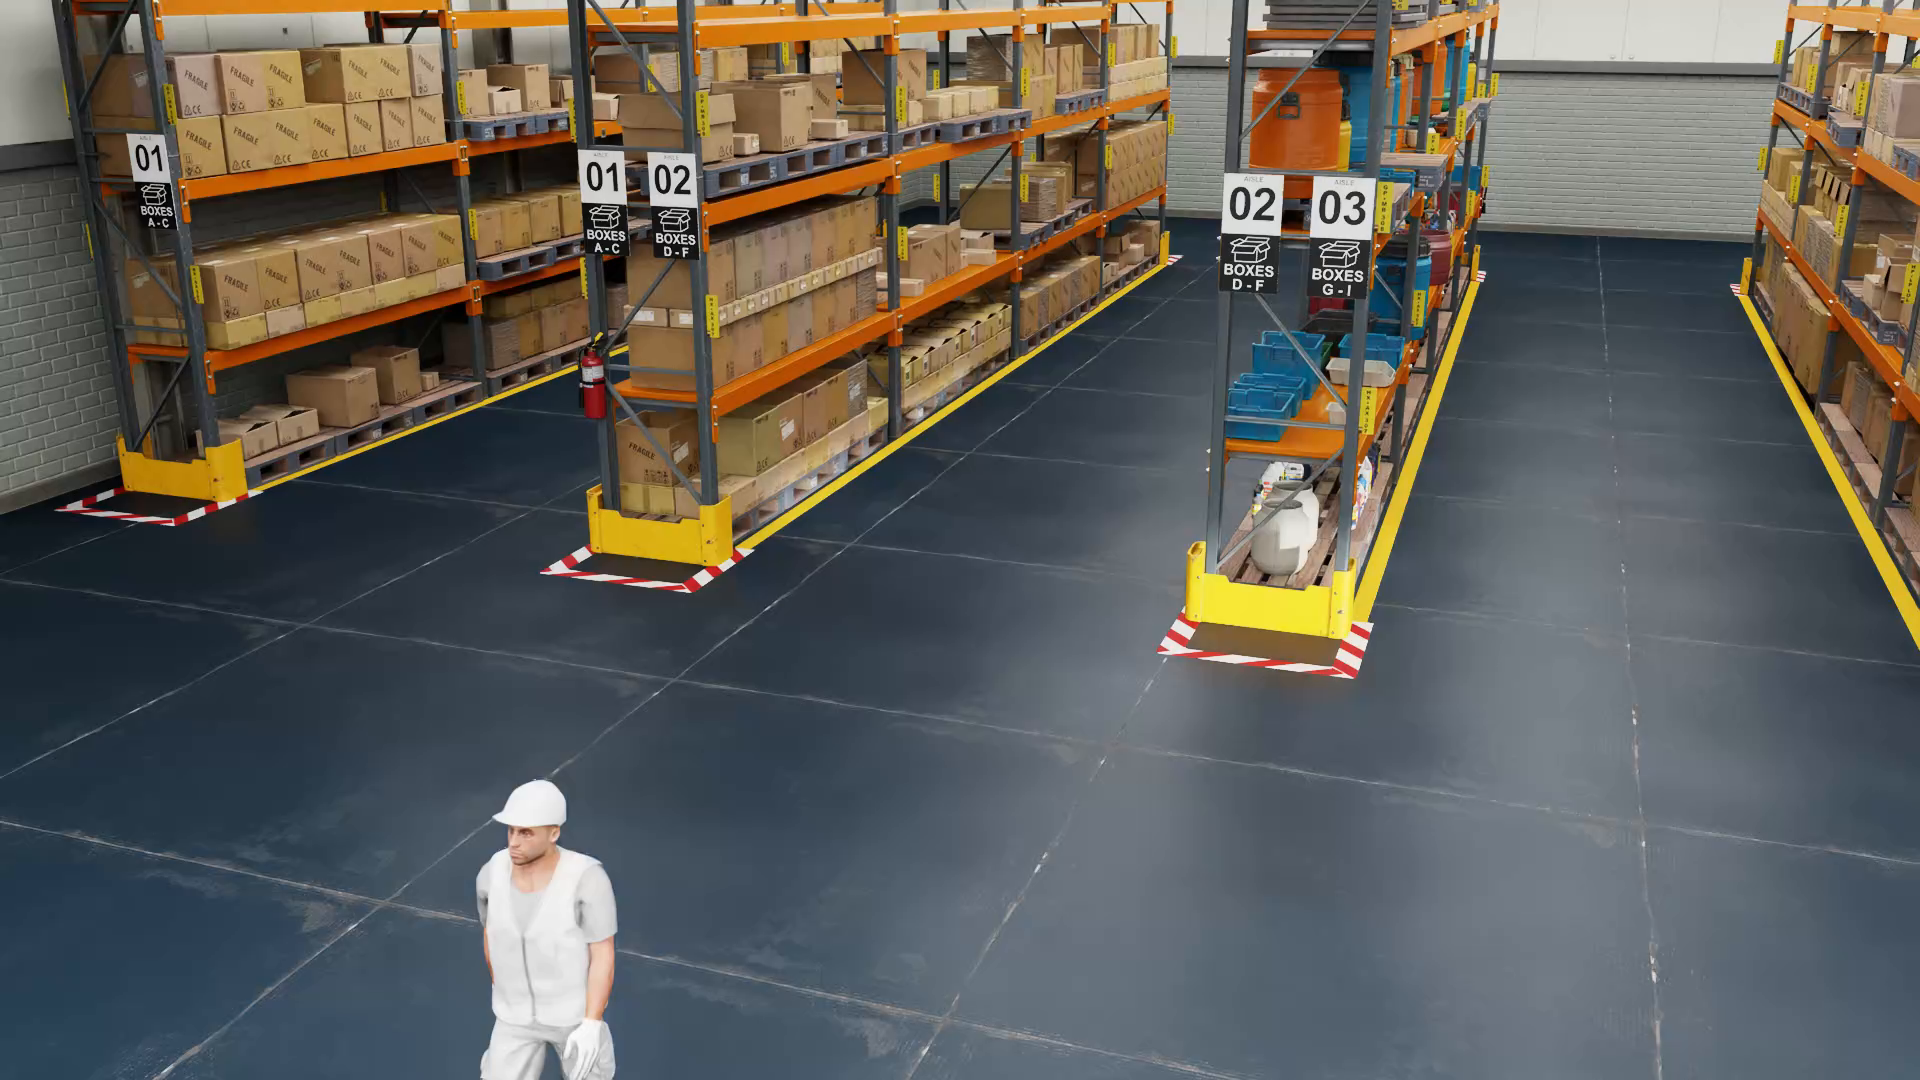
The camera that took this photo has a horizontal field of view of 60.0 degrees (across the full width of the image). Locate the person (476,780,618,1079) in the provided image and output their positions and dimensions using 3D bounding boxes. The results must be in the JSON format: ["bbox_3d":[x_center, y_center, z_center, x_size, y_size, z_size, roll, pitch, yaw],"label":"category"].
[{"bbox_3d":[-1.482,1.714,5.879,0.533,1.748,0.954,1,19,4],"label":"person"}]
